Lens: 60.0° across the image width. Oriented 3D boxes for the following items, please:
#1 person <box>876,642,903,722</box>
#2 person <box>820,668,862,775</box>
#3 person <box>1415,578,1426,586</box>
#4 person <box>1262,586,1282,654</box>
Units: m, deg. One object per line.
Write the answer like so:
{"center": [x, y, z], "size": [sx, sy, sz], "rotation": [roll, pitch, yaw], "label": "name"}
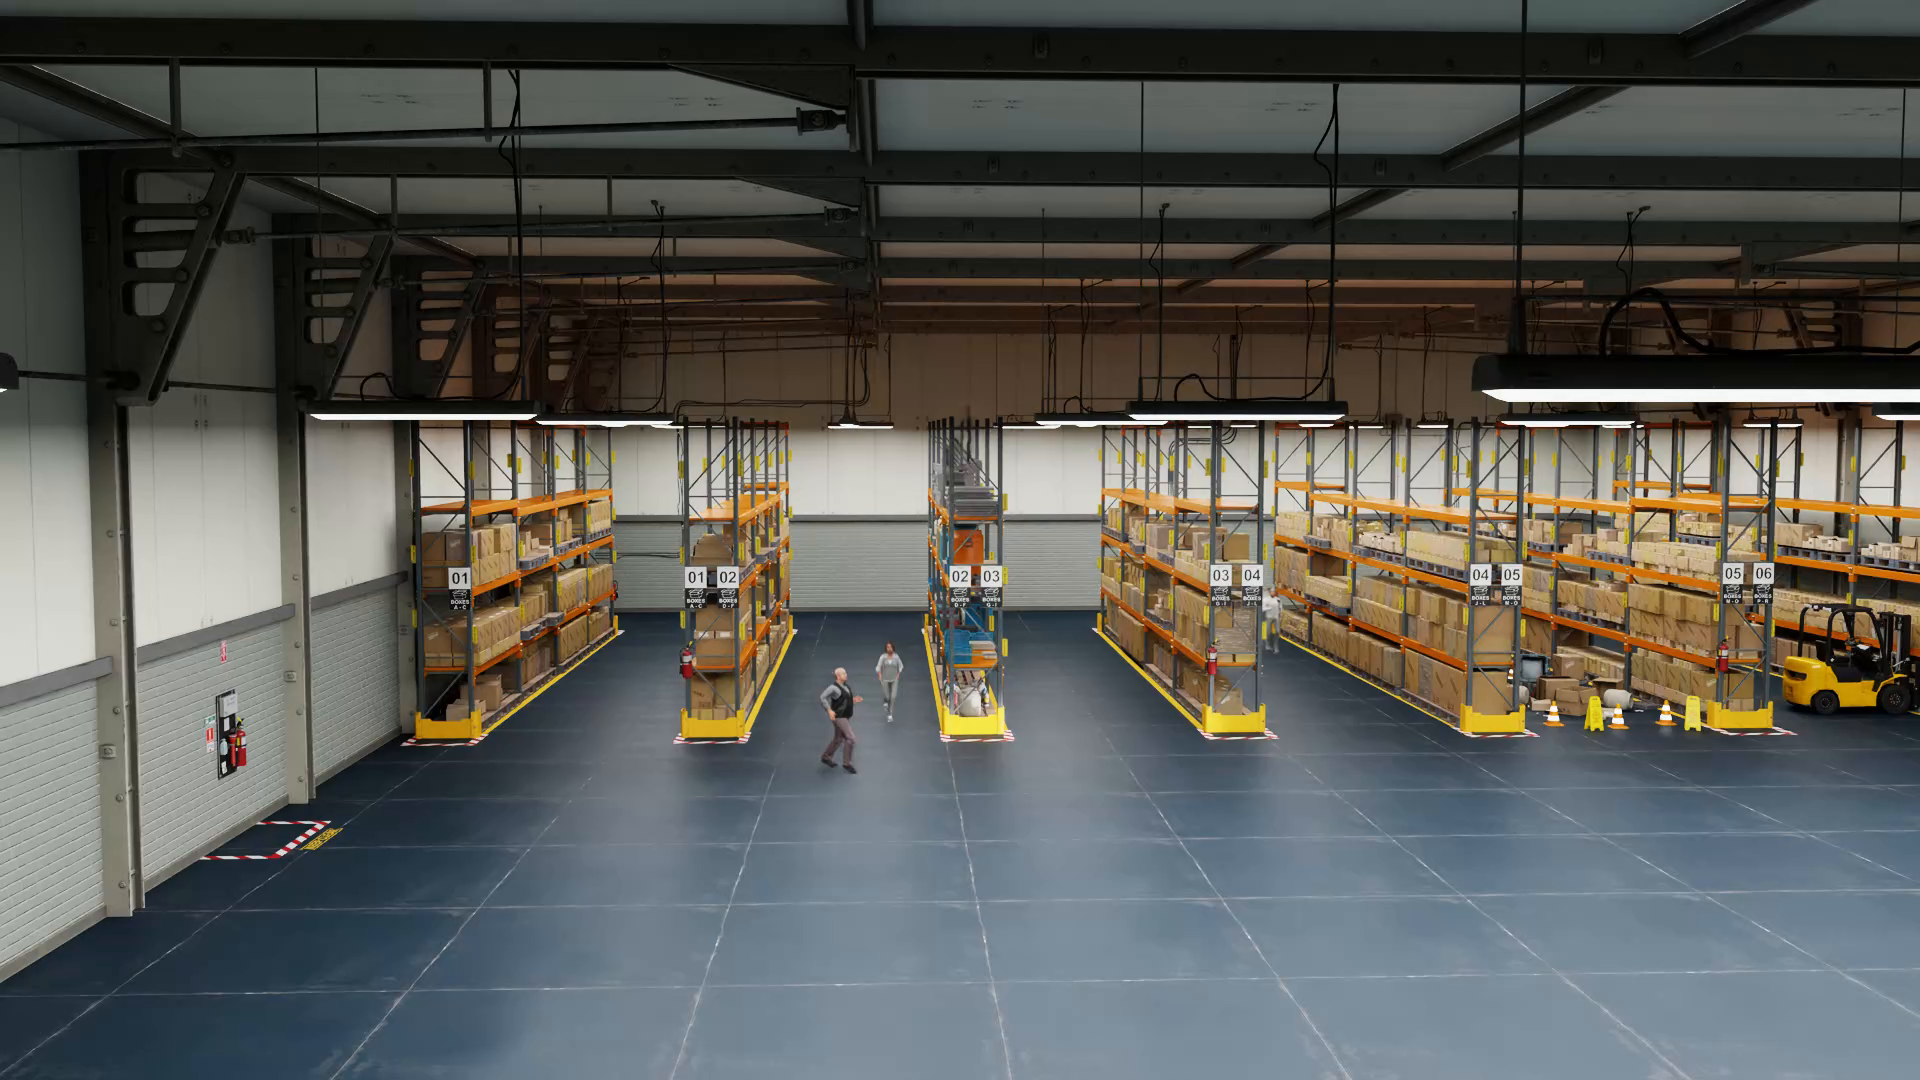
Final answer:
{"center": [-1.395, 2.804, 33.055], "size": [0.543, 1.570, 0.571], "rotation": [0, 4, -6], "label": "person"}
{"center": [-2.009, 3.040, 27.943], "size": [0.776, 1.786, 0.630], "rotation": [1, 4, 16], "label": "person"}
{"center": [13.697, 1.631, 49.348], "size": [1.006, 1.777, 0.720], "rotation": [0, 4, 3], "label": "person"}
{"center": [8.094, 2.058, 43.082], "size": [0.596, 1.740, 0.720], "rotation": [0, 4, -3], "label": "person"}
